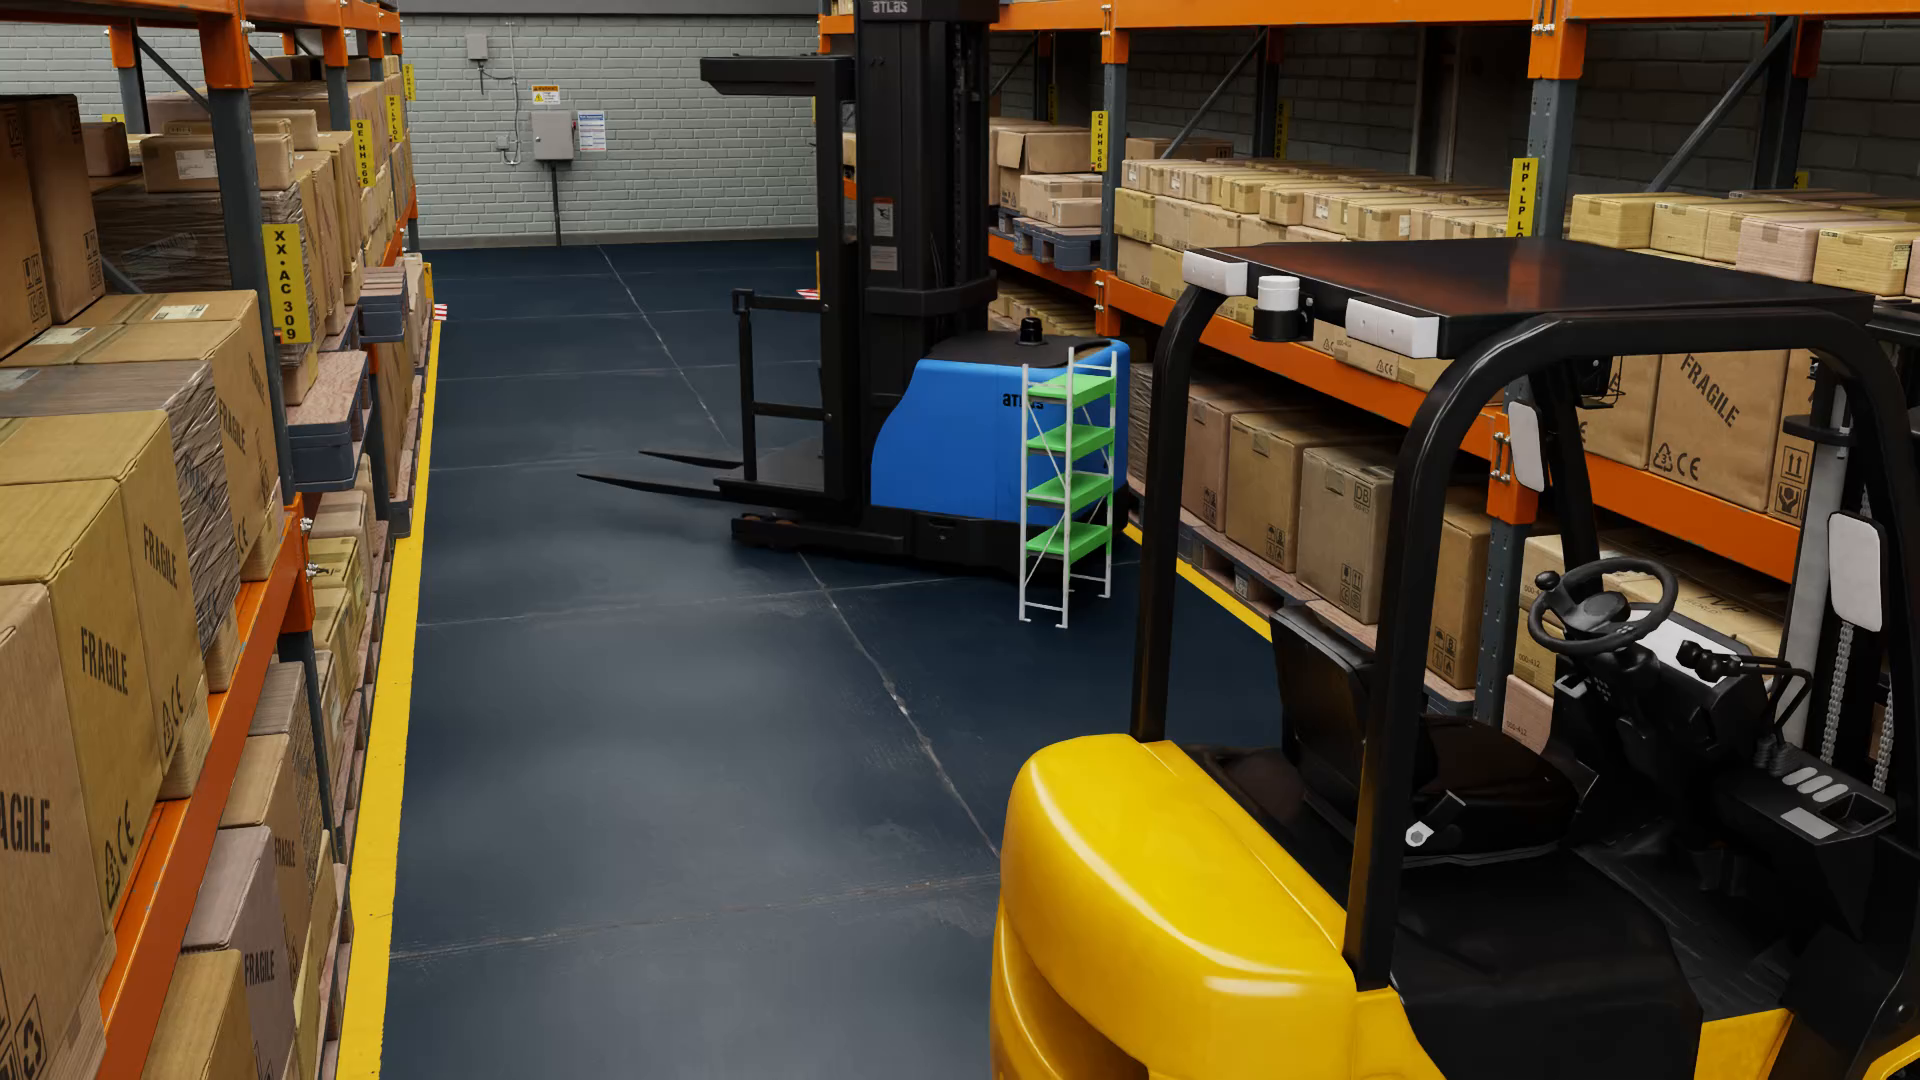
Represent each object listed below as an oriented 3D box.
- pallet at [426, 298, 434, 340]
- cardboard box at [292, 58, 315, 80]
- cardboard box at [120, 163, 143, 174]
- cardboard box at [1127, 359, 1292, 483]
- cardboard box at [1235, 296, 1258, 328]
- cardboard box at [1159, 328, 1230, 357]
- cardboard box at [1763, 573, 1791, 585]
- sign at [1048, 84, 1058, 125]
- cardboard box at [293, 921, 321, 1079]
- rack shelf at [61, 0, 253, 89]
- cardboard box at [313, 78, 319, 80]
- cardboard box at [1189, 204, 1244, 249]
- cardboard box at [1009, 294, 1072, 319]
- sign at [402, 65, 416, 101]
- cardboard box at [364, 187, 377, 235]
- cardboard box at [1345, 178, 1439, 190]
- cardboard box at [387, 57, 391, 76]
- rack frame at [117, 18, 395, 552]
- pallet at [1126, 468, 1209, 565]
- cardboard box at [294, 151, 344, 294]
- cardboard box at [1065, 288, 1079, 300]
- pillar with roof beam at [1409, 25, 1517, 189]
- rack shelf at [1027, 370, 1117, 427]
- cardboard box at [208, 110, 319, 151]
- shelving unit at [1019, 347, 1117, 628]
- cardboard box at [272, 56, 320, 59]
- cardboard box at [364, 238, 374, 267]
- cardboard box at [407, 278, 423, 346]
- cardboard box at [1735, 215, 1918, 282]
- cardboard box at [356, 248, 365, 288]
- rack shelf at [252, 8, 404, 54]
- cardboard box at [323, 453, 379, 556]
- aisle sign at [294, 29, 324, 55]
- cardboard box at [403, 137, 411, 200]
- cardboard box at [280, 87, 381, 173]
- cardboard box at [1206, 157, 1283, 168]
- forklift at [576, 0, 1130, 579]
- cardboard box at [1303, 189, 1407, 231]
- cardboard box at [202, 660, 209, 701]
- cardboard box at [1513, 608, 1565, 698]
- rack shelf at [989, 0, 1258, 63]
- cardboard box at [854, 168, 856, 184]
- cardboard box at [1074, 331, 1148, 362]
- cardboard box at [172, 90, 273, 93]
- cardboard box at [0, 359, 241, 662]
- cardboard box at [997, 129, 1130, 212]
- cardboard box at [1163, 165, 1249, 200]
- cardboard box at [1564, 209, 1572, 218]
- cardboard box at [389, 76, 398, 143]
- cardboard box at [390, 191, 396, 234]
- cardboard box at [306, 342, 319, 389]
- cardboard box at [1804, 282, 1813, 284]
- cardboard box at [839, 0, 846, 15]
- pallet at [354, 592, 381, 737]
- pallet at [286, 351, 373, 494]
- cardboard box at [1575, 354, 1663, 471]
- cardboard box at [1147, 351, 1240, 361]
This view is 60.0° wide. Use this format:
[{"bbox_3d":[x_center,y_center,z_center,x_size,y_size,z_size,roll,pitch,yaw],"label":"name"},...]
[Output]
[{"bbox_3d":[-5.378,-2.013,15.285,1.003,0.211,1.213,-5,17,-15],"label":"pallet"},{"bbox_3d":[-4.932,-3.436,12.136,0.380,0.149,0.250,-4,17,-14],"label":"cardboard box"},{"bbox_3d":[-2.996,-1.025,5.730,0.500,0.500,0.500,-4,17,-13],"label":"cardboard box"},{"bbox_3d":[1.455,-0.634,9.246,0.875,0.625,0.625,-4,17,-13],"label":"cardboard box"},{"bbox_3d":[1.607,-1.105,7.676,0.500,0.250,0.500,-4,17,-13],"label":"cardboard box"},{"bbox_3d":[1.453,-1.227,10.311,0.380,0.149,0.250,-4,17,-12],"label":"cardboard box"},{"bbox_3d":[2.871,0.259,5.186,0.500,0.250,0.500,-5,17,-16],"label":"cardboard box"},{"bbox_3d":[0.730,-3.449,13.209,0.100,0.325,0.005,-5,17,-15],"label":"sign"},{"bbox_3d":[-1.798,1.161,3.923,0.500,0.250,0.500,-5,17,-17],"label":"cardboard box"},{"bbox_3d":[-1.826,-0.783,2.380,1.077,0.370,4.000,-5,17,-15],"label":"rack shelf"},{"bbox_3d":[-5.101,-3.233,12.589,0.500,0.500,0.500,-5,17,-16],"label":"cardboard box"},{"bbox_3d":[1.447,-1.484,8.072,0.500,0.250,0.500,-5,17,-17],"label":"cardboard box"},{"bbox_3d":[0.562,-1.616,11.605,0.380,0.149,0.250,-5,17,-15],"label":"cardboard box"},{"bbox_3d":[-5.147,-4.270,15.529,0.100,0.325,0.005,-5,17,-15],"label":"sign"},{"bbox_3d":[-3.517,-1.821,9.190,0.500,0.250,0.500,-4,17,-14],"label":"cardboard box"},{"bbox_3d":[2.021,-1.605,7.780,0.380,0.149,0.250,-4,17,-14],"label":"cardboard box"},{"bbox_3d":[-4.811,-3.825,13.431,0.380,0.149,0.250,-5,17,-15],"label":"cardboard box"},{"bbox_3d":[-3.474,-1.350,8.233,1.000,3.000,0.127,-5,17,-15],"label":"rack frame"},{"bbox_3d":[1.486,-0.177,9.176,1.003,0.211,1.213,-5,17,-15],"label":"pallet"},{"bbox_3d":[-2.641,-1.205,6.329,0.500,0.500,0.500,-5,18,-18],"label":"cardboard box"},{"bbox_3d":[0.973,-1.731,11.988,0.380,0.149,0.250,-4,17,-14],"label":"cardboard box"},{"bbox_3d":[-1.617,-3.987,6.583,9.100,9.000,0.400,-5,17,-15],"label":"pillar with roof beam"},{"bbox_3d":[0.502,-0.649,7.581,0.258,0.148,0.480,9,19,27],"label":"rack shelf"},{"bbox_3d":[-2.754,-1.622,6.590,0.380,0.149,0.250,-6,18,-18],"label":"cardboard box"},{"bbox_3d":[0.501,-0.251,7.701,0.258,1.200,0.503,9,19,27],"label":"shelving unit"},{"bbox_3d":[-5.499,-3.920,13.750,0.380,0.149,0.250,-5,17,-15],"label":"cardboard box"},{"bbox_3d":[-3.367,-1.434,8.771,0.500,0.250,0.500,-5,17,-16],"label":"cardboard box"},{"bbox_3d":[-4.890,-1.860,13.655,0.875,0.438,0.875,-5,17,-17],"label":"cardboard box"},{"bbox_3d":[2.408,-0.812,4.624,0.380,0.149,0.250,-4,17,-14],"label":"cardboard box"},{"bbox_3d":[-2.903,-1.224,7.521,0.380,0.149,0.250,-5,17,-16],"label":"cardboard box"},{"bbox_3d":[-5.123,-4.102,13.430,1.077,0.370,4.000,-5,17,-15],"label":"rack shelf"},{"bbox_3d":[-3.329,-0.136,8.028,0.950,0.372,0.625,-6,18,-19],"label":"cardboard box"},{"bbox_3d":[-5.972,-4.805,15.216,0.394,0.787,0.004,-5,17,-15],"label":"aisle sign"},{"bbox_3d":[-4.857,-3.075,13.802,0.500,0.500,0.500,-4,17,-14],"label":"cardboard box"},{"bbox_3d":[-3.783,-2.453,9.994,0.500,0.500,0.500,-4,17,-14],"label":"cardboard box"},{"bbox_3d":[1.581,-2.028,9.189,0.380,0.149,0.250,-4,17,-13],"label":"cardboard box"},{"bbox_3d":[-0.659,-1.473,8.762,3.031,2.935,1.130,7,18,23],"label":"forklift"},{"bbox_3d":[1.709,-1.424,7.177,0.380,0.149,0.250,-5,17,-15],"label":"cardboard box"},{"bbox_3d":[-1.670,0.295,3.192,0.380,0.149,0.250,-5,17,-16],"label":"cardboard box"},{"bbox_3d":[2.232,0.397,5.596,0.500,0.250,0.500,-5,17,-16],"label":"cardboard box"},{"bbox_3d":[0.747,-3.389,11.057,1.077,0.370,4.000,-5,17,-15],"label":"rack shelf"},{"bbox_3d":[-0.769,-3.363,15.371,0.380,0.149,0.250,-5,17,-17],"label":"cardboard box"},{"bbox_3d":[0.918,-1.175,10.137,0.380,0.149,0.250,-6,18,-18],"label":"cardboard box"},{"bbox_3d":[-4.147,-2.278,9.411,0.500,0.500,0.500,-5,17,-15],"label":"cardboard box"},{"bbox_3d":[-1.719,-0.046,3.200,0.500,0.500,0.500,-4,17,-14],"label":"cardboard box"},{"bbox_3d":[0.671,-2.431,10.922,0.797,0.503,0.637,-5,17,-17],"label":"cardboard box"},{"bbox_3d":[1.271,-1.848,8.589,0.380,0.149,0.250,-4,17,-14],"label":"cardboard box"},{"bbox_3d":[2.483,-1.188,6.393,0.380,0.149,0.250,-5,18,-17],"label":"cardboard box"},{"bbox_3d":[-4.735,-3.417,13.202,0.500,0.500,0.500,-4,17,-14],"label":"cardboard box"},{"bbox_3d":[-4.208,-2.281,11.591,0.500,0.250,0.500,-5,17,-17],"label":"cardboard box"},{"bbox_3d":[-2.283,-0.572,5.350,0.380,0.149,0.250,-4,17,-14],"label":"cardboard box"},{"bbox_3d":[2.399,-0.671,4.672,0.380,0.149,0.250,-4,17,-14],"label":"cardboard box"},{"bbox_3d":[-0.917,-4.946,15.428,0.380,0.149,0.250,-4,17,-14],"label":"cardboard box"},{"bbox_3d":[-2.929,0.538,6.793,1.003,0.211,1.213,-5,17,-15],"label":"pallet"},{"bbox_3d":[-2.445,-0.375,5.319,1.003,0.211,1.213,-5,17,-15],"label":"pallet"},{"bbox_3d":[2.267,-0.542,5.368,0.500,0.500,0.500,-5,17,-17],"label":"cardboard box"},{"bbox_3d":[1.451,-0.886,10.304,0.500,0.500,0.500,-4,17,-13],"label":"cardboard box"}]
